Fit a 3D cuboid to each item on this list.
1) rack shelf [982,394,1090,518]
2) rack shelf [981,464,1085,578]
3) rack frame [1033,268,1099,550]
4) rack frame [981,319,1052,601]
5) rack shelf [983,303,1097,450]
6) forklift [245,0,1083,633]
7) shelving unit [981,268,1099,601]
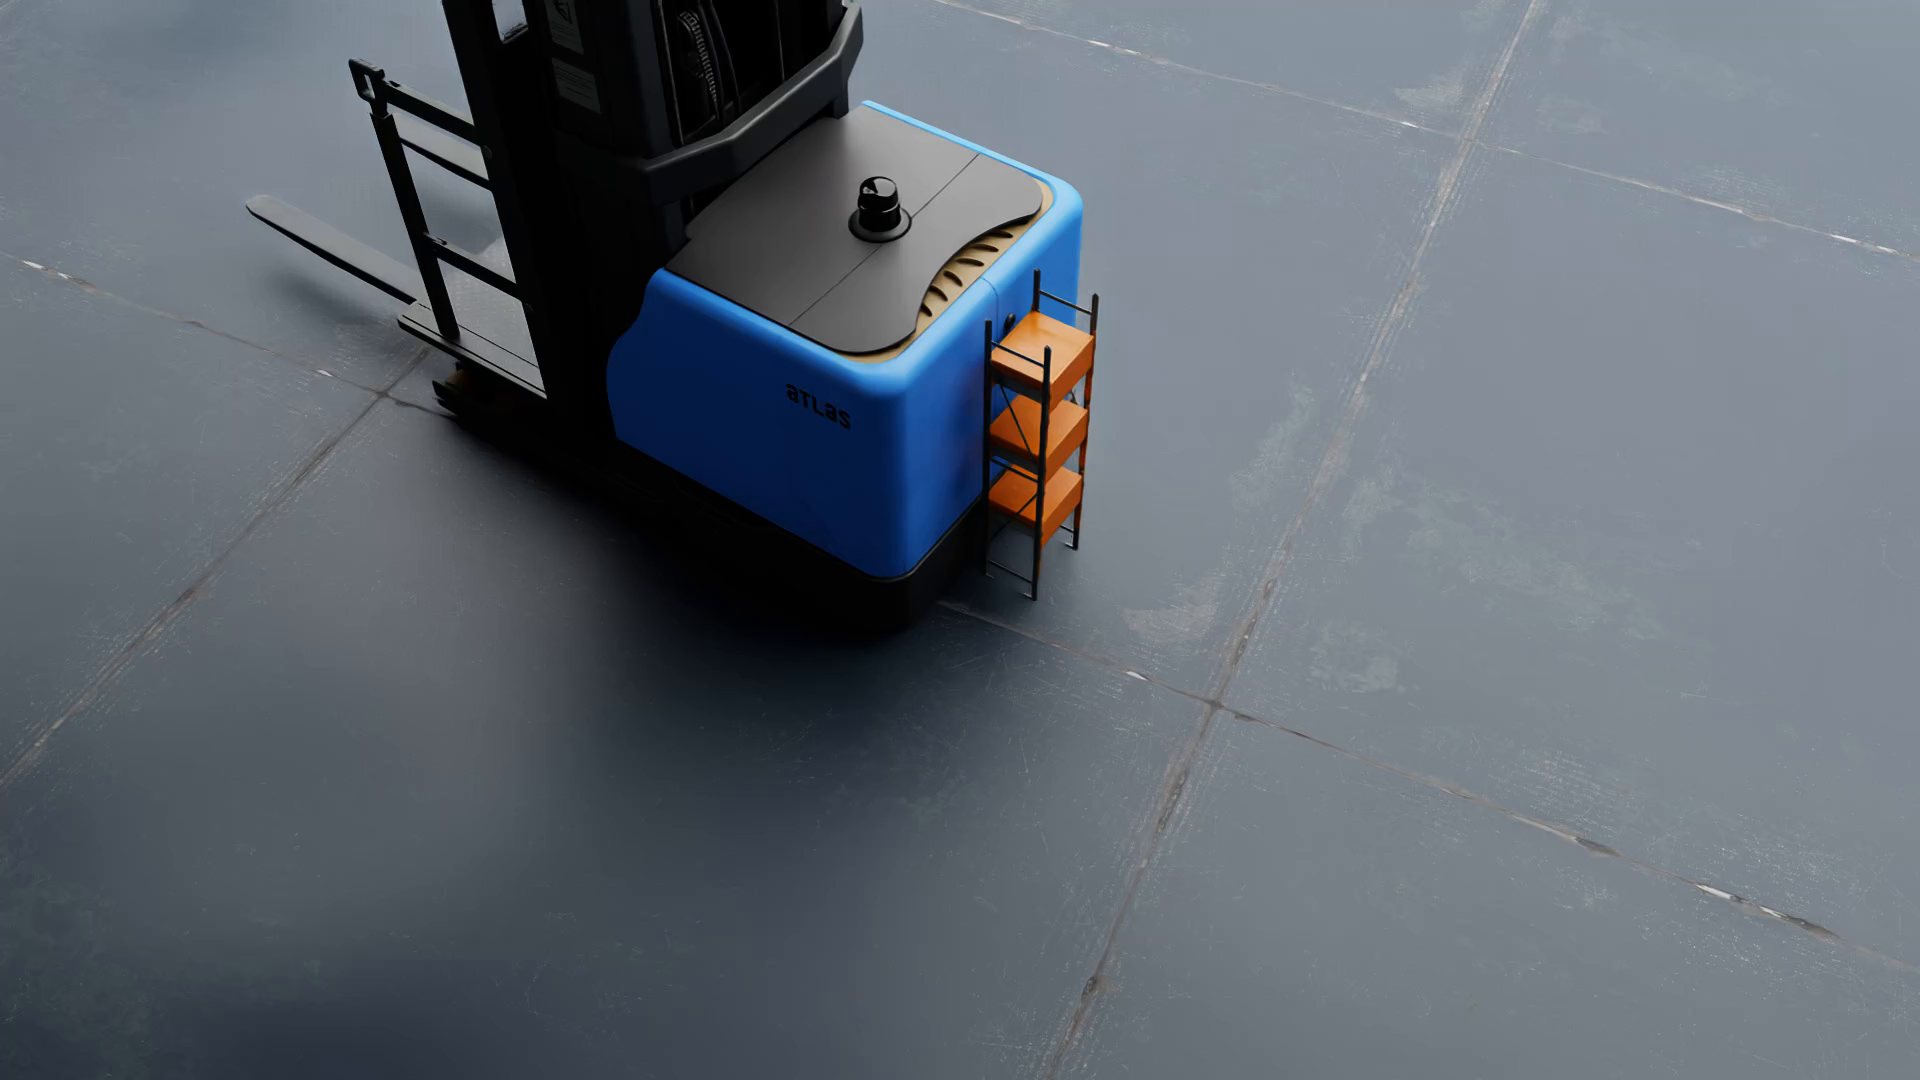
[{"bbox_3d":[0.219,-0.267,4.802,0.215,0.259,0.240,27,55,21],"label":"rack shelf"},{"bbox_3d":[0.219,-0.087,5.013,0.215,0.259,0.240,27,55,21],"label":"rack shelf"},{"bbox_3d":[0.286,-0.351,4.860,0.200,1.050,0.008,27,55,21],"label":"rack frame"},{"bbox_3d":[0.151,-0.196,4.728,0.200,1.050,0.008,27,55,21],"label":"rack frame"},{"bbox_3d":[0.219,-0.451,4.586,0.215,0.259,0.240,27,55,21],"label":"rack shelf"},{"bbox_3d":[-1.140,-1.577,4.667,3.031,2.935,1.130,27,55,21],"label":"forklift"},{"bbox_3d":[0.219,-0.274,4.794,0.215,1.050,0.252,27,55,21],"label":"shelving unit"}]
